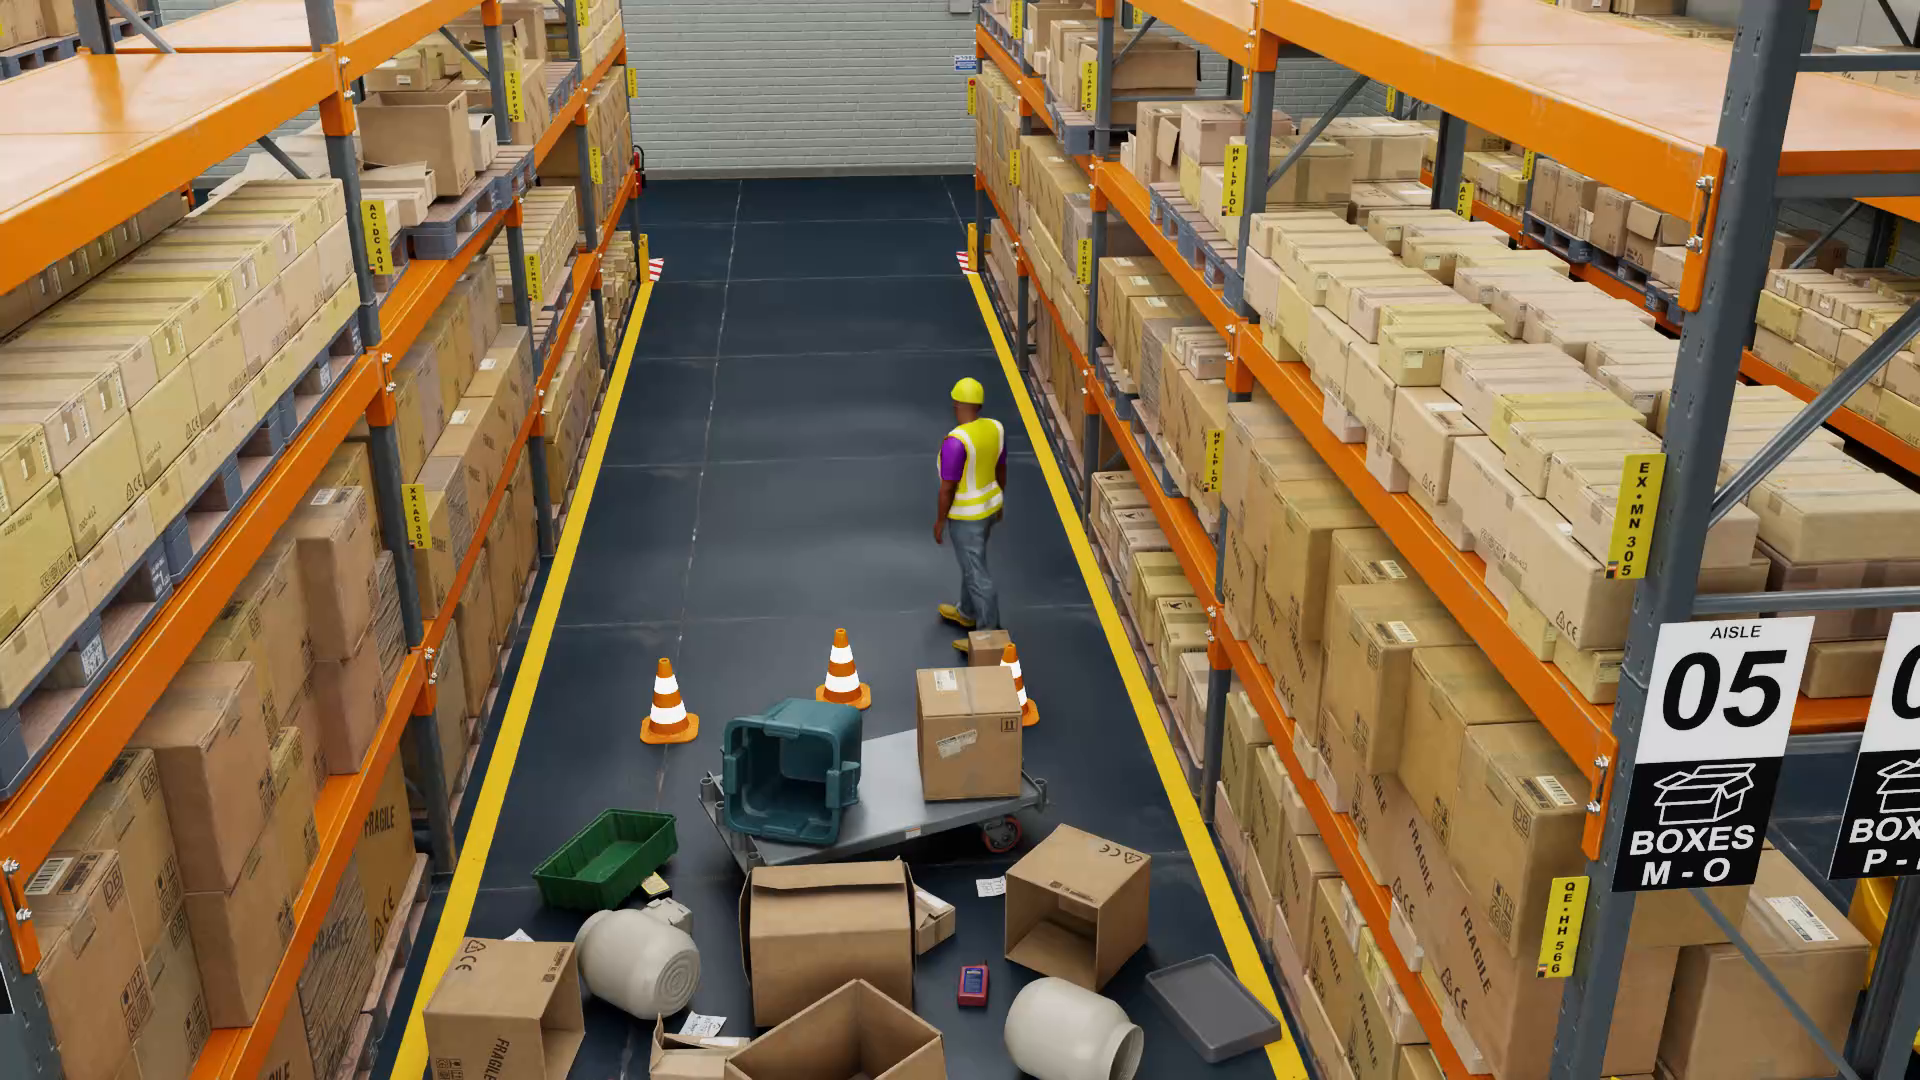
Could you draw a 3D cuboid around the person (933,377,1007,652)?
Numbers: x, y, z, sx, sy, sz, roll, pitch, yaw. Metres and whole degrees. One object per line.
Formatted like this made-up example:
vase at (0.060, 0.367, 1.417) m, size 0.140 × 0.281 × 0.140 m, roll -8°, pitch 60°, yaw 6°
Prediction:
person at (0.050, -0.192, 10.701) m, size 0.616 × 1.766 × 0.629 m, roll 14°, pitch 27°, yaw 28°
